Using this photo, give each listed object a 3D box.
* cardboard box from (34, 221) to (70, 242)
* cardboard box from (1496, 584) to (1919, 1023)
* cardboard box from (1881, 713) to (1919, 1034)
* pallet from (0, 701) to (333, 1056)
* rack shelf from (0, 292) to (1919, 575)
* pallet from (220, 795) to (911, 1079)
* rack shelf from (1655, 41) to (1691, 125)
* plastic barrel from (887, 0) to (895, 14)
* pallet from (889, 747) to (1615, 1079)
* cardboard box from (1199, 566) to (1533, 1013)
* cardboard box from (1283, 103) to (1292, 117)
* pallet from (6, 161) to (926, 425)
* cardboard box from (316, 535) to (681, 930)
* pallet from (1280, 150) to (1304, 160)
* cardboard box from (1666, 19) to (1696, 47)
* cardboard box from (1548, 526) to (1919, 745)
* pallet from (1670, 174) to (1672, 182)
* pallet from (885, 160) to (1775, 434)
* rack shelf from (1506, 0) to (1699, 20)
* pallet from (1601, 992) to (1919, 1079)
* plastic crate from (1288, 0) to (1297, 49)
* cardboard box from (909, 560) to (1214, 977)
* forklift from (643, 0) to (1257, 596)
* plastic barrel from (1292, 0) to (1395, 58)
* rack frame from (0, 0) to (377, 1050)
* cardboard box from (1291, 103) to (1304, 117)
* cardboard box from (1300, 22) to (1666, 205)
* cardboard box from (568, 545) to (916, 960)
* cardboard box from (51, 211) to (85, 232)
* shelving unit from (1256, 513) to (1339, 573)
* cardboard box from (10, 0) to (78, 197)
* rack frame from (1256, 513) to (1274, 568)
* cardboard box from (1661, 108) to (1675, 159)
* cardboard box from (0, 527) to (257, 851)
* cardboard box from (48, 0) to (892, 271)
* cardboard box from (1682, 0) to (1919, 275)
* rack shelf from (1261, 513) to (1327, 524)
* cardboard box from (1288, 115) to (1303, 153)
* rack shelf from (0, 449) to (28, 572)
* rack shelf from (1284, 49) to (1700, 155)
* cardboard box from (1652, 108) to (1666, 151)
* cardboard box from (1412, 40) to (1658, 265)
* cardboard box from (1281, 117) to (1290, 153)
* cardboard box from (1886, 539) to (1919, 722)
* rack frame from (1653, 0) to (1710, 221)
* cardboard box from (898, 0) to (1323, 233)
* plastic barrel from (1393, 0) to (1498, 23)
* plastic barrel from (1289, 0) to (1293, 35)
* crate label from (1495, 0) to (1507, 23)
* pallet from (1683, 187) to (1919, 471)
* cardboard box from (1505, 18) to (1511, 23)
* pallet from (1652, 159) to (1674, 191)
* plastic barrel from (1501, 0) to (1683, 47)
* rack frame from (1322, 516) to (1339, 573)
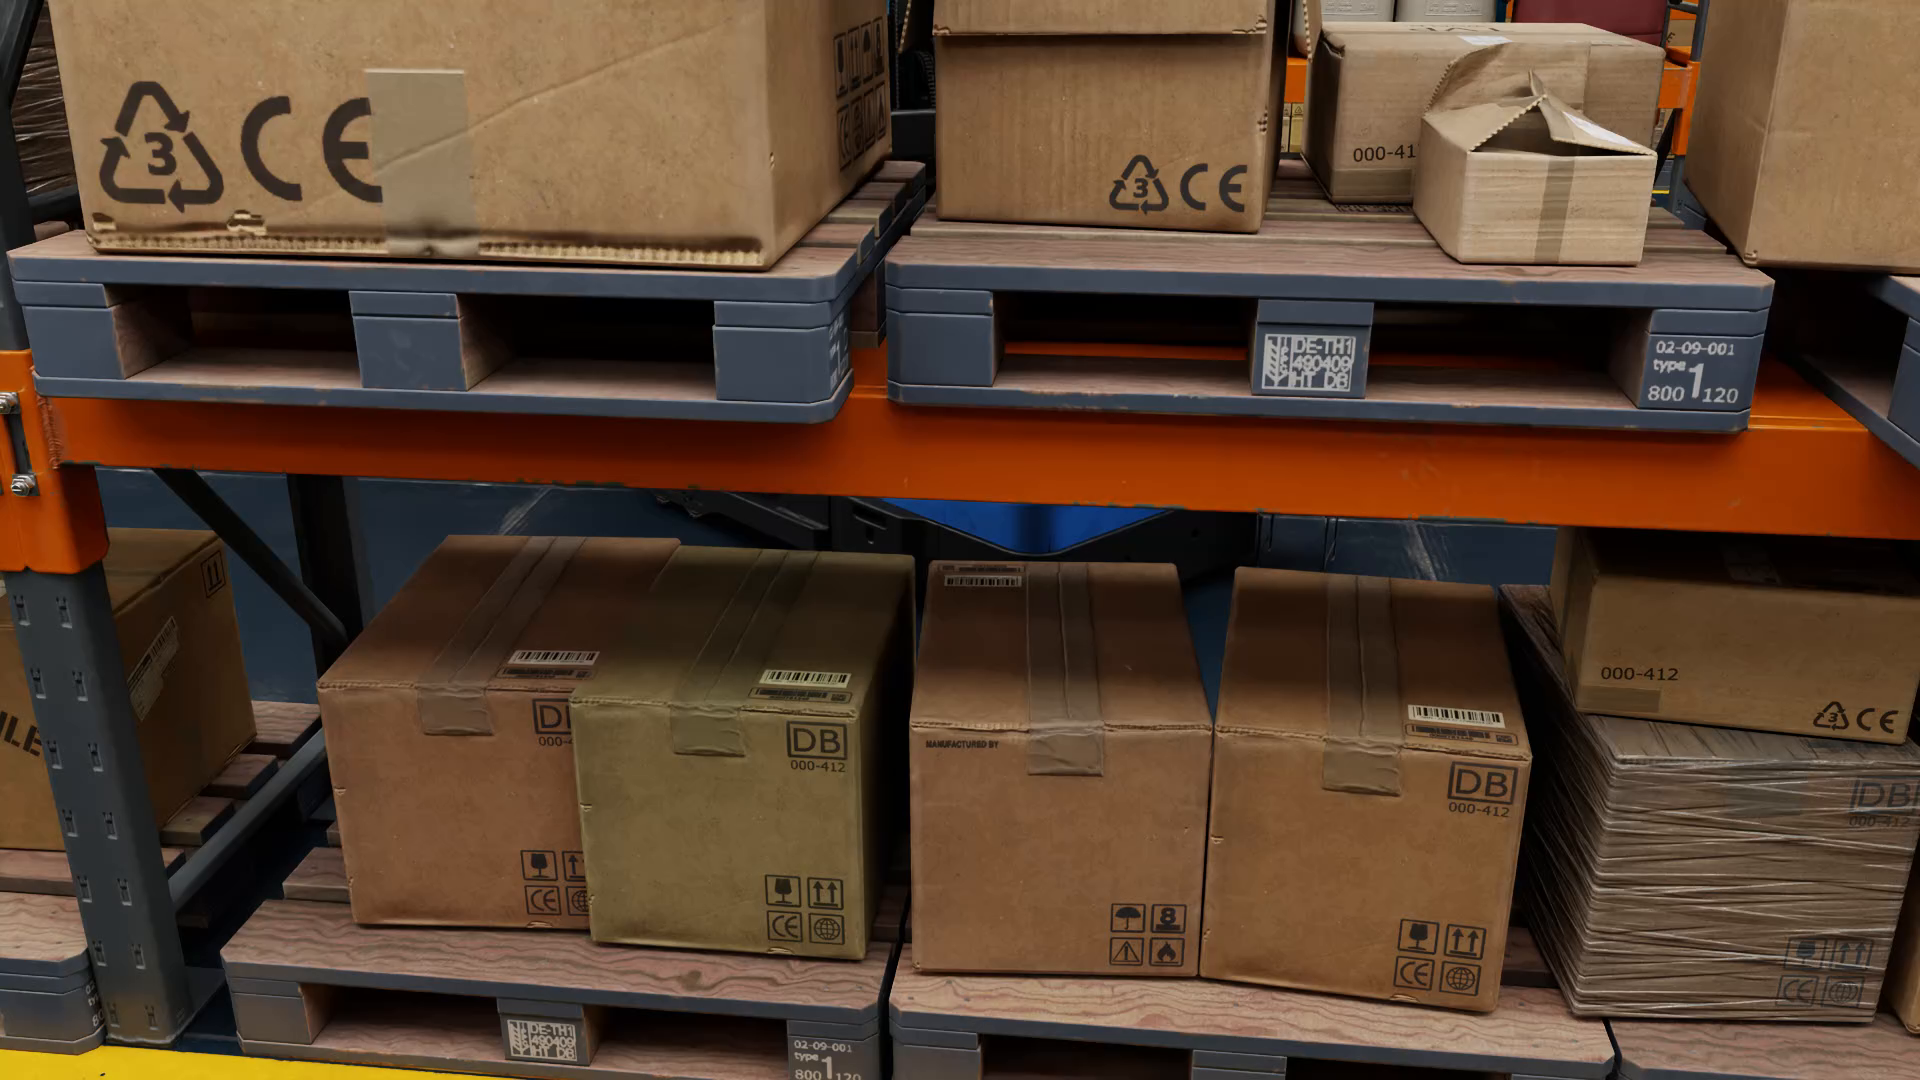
[{"bbox_3d":[-1.706,-0.426,2.780,0.250,0.149,0.380,2,22,6],"label":"cardboard box"},{"bbox_3d":[1.295,0.449,3.026,0.500,0.500,0.700,1,22,2],"label":"cardboard box"},{"bbox_3d":[1.847,0.468,2.977,0.500,0.500,0.700,1,22,3],"label":"cardboard box"},{"bbox_3d":[-2.129,0.640,3.535,1.213,0.211,1.003,2,22,6],"label":"pallet"},{"bbox_3d":[0.529,-0.220,2.895,4.000,0.370,1.077,2,22,6],"label":"rack shelf"},{"bbox_3d":[-0.684,0.689,3.410,1.213,0.211,1.003,2,22,6],"label":"pallet"},{"bbox_3d":[5.084,-1.855,7.031,4.000,0.370,1.077,2,22,6],"label":"rack shelf"},{"bbox_3d":[-0.527,-2.555,7.141,0.708,0.901,0.600,2,22,6],"label":"plastic barrel"},{"bbox_3d":[0.531,0.741,3.279,1.213,0.211,1.003,2,22,6],"label":"pallet"},{"bbox_3d":[0.731,0.427,3.082,0.500,0.500,0.700,4,22,11],"label":"cardboard box"},{"bbox_3d":[2.117,-3.238,11.956,0.500,0.311,0.500,2,22,6],"label":"cardboard box"},{"bbox_3d":[-0.716,-0.466,2.799,1.213,0.211,1.003,2,22,6],"label":"pallet"},{"bbox_3d":[-0.850,0.351,3.273,0.500,0.500,0.700,1,22,2],"label":"cardboard box"},{"bbox_3d":[2.871,-2.838,12.331,1.213,0.211,1.003,2,22,6],"label":"pallet"},{"bbox_3d":[6.692,-4.934,16.193,0.750,0.750,0.750,3,22,8],"label":"cardboard box"},{"bbox_3d":[1.318,0.104,2.879,0.500,0.250,0.500,5,22,12],"label":"cardboard box"},{"bbox_3d":[5.629,-2.688,11.952,1.213,0.211,1.003,2,22,6],"label":"pallet"},{"bbox_3d":[0.544,-0.450,2.758,1.213,0.211,1.003,2,22,6],"label":"pallet"},{"bbox_3d":[5.670,-3.664,11.605,4.000,0.370,1.077,2,22,6],"label":"rack shelf"},{"bbox_3d":[1.739,0.794,3.143,1.213,0.211,1.003,2,22,6],"label":"pallet"},{"bbox_3d":[1.529,-2.488,7.566,0.583,0.464,0.402,2,22,6],"label":"plastic crate"},{"bbox_3d":[0.177,0.403,3.143,0.500,0.500,0.700,1,22,2],"label":"cardboard box"},{"bbox_3d":[-0.454,-1.552,5.379,1.130,2.935,3.031,-19,28,-40],"label":"forklift"},{"bbox_3d":[1.633,-2.313,7.059,0.421,0.512,0.421,0,22,0],"label":"plastic barrel"},{"bbox_3d":[-1.457,-0.641,2.982,0.127,3.000,1.000,2,22,6],"label":"rack frame"},{"bbox_3d":[2.618,-3.215,11.898,0.500,0.311,0.500,2,22,5],"label":"cardboard box"},{"bbox_3d":[0.877,-0.750,2.890,0.500,0.250,0.500,2,22,5],"label":"cardboard box"},{"bbox_3d":[-0.379,0.379,3.204,0.500,0.500,0.700,2,22,6],"label":"cardboard box"},{"bbox_3d":[-1.636,-0.643,3.329,0.250,0.149,0.380,2,22,6],"label":"cardboard box"},{"bbox_3d":[1.058,-0.338,5.071,0.210,0.900,0.258,8,23,19],"label":"shelving unit"},{"bbox_3d":[-1.897,-0.868,3.015,0.500,0.500,0.875,2,22,6],"label":"cardboard box"},{"bbox_3d":[0.963,-0.351,5.104,0.006,0.900,0.240,8,23,19],"label":"rack frame"},{"bbox_3d":[5.121,-2.959,11.645,0.500,0.500,0.500,2,22,6],"label":"cardboard box"},{"bbox_3d":[-1.850,0.294,3.445,0.500,0.500,0.500,2,22,5],"label":"cardboard box"},{"bbox_3d":[-0.685,-1.030,2.578,1.000,1.000,1.000,3,22,7],"label":"cardboard box"},{"bbox_3d":[1.408,-0.706,2.439,0.500,0.500,0.700,6,22,14],"label":"cardboard box"},{"bbox_3d":[1.058,-0.140,5.149,0.200,0.077,0.258,8,23,19],"label":"rack shelf"},{"bbox_3d":[2.621,-2.956,12.006,0.500,0.250,0.500,2,22,6],"label":"cardboard box"},{"bbox_3d":[-3.444,-0.393,3.333,4.000,0.370,1.077,2,22,6],"label":"rack shelf"},{"bbox_3d":[1.112,-2.028,7.469,4.000,0.370,1.077,2,22,6],"label":"rack shelf"},{"bbox_3d":[4.623,-2.982,11.705,0.500,0.500,0.500,2,22,4],"label":"cardboard box"},{"bbox_3d":[0.827,-0.574,2.424,0.258,0.266,0.396,2,22,5],"label":"cardboard box"},{"bbox_3d":[2.122,-2.979,12.064,0.500,0.250,0.500,3,22,8],"label":"cardboard box"},{"bbox_3d":[1.846,0.123,2.830,0.500,0.250,0.500,3,22,8],"label":"cardboard box"},{"bbox_3d":[3.098,-2.276,7.118,0.127,3.000,1.000,2,22,6],"label":"rack frame"},{"bbox_3d":[0.275,-0.843,2.781,0.637,0.503,0.797,5,22,12],"label":"cardboard box"},{"bbox_3d":[2.051,-2.295,7.013,0.421,0.512,0.421,0,22,0],"label":"plastic barrel"},{"bbox_3d":[1.208,-2.341,7.096,0.433,0.535,0.433,0,22,0],"label":"plastic barrel"},{"bbox_3d":[2.143,-2.435,7.470,0.616,0.435,0.502,2,22,6],"label":"crate label"},{"bbox_3d":[1.795,-0.371,2.559,1.003,0.211,1.213,2,22,6],"label":"pallet"},{"bbox_3d":[4.978,-5.009,16.383,0.750,0.750,0.750,2,22,6],"label":"cardboard box"},{"bbox_3d":[4.421,-2.742,12.088,1.213,0.211,1.003,2,22,6],"label":"pallet"},{"bbox_3d":[2.601,-2.249,6.864,0.708,0.536,0.600,2,22,6],"label":"plastic barrel"},{"bbox_3d":[1.153,-0.325,5.037,0.006,0.900,0.240,8,23,19],"label":"rack frame"}]
